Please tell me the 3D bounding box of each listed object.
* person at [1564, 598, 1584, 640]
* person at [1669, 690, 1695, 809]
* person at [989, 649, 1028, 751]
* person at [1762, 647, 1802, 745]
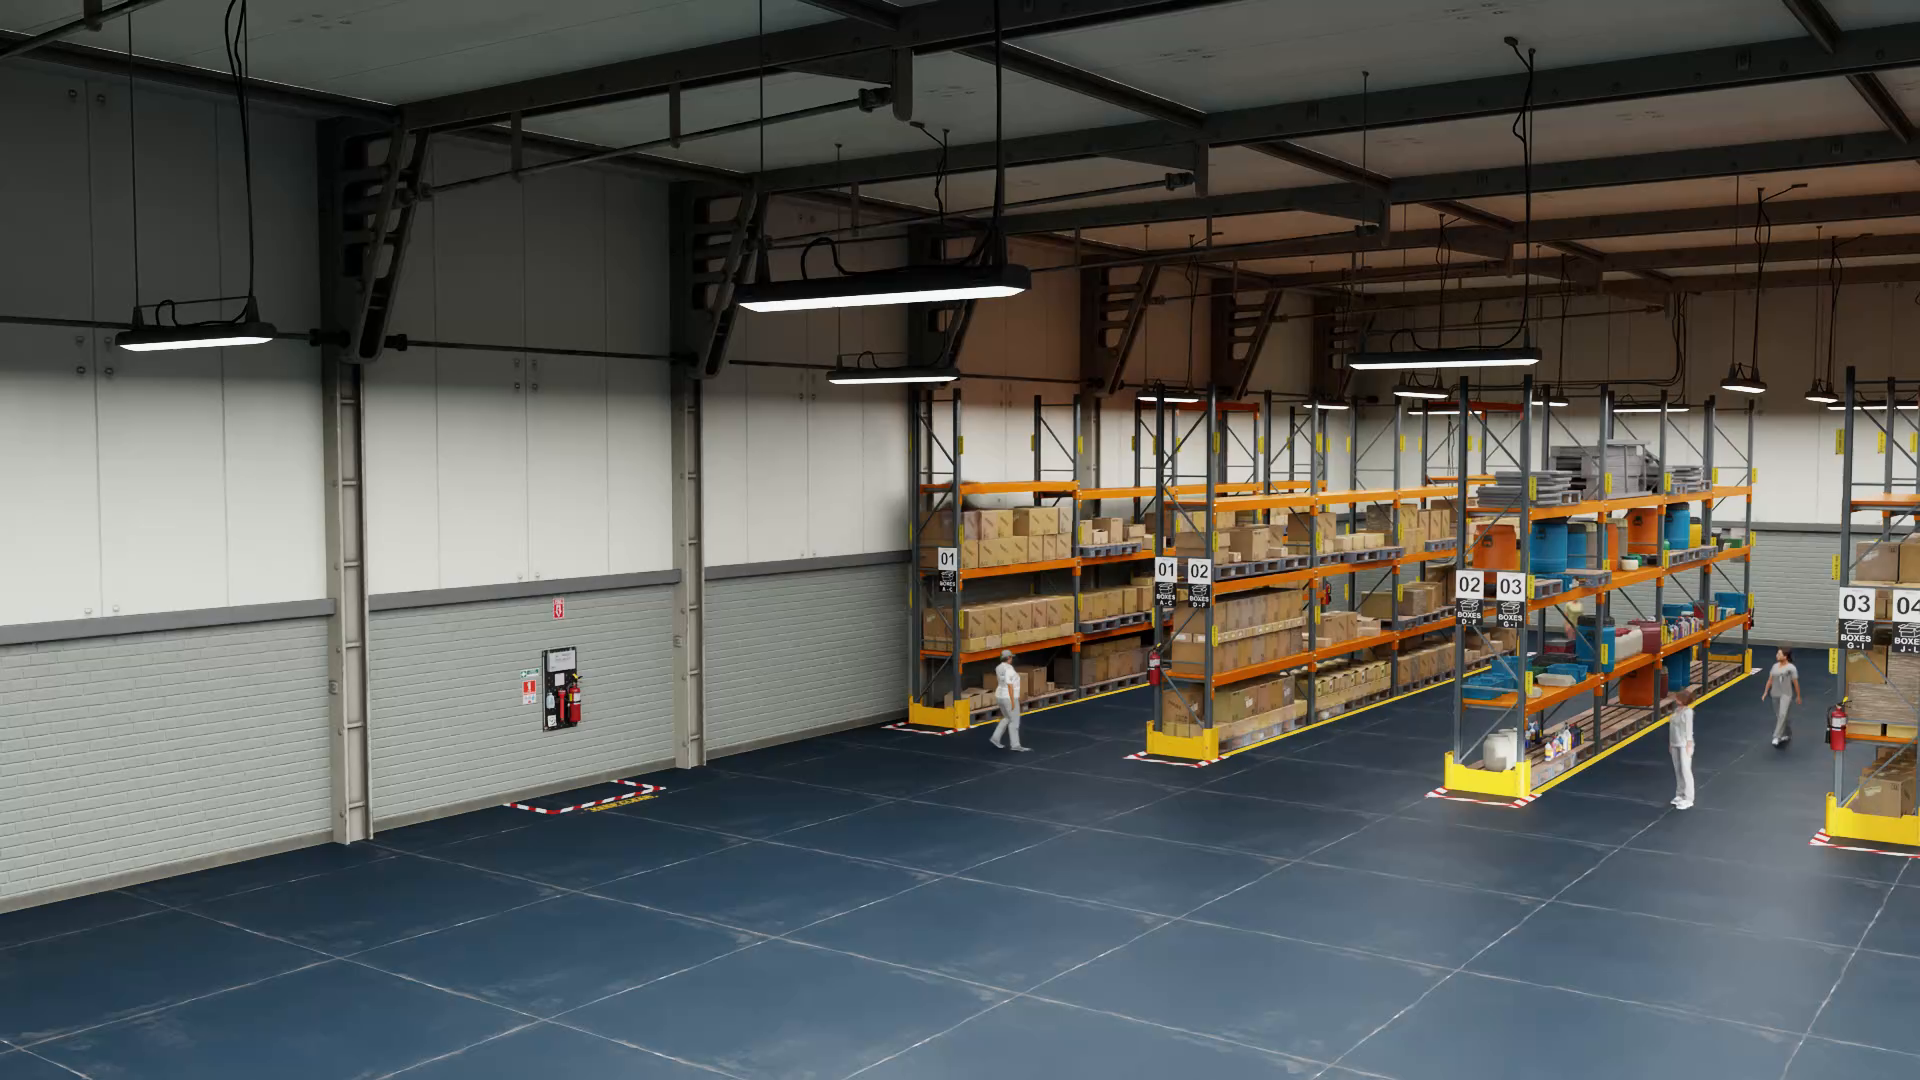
[{"bbox_3d":[14.042,1.993,38.023,0.468,1.681,0.389,0,3,-3],"label":"person"},{"bbox_3d":[10.016,2.889,23.090,0.374,1.610,0.503,-1,3,-9],"label":"person"},{"bbox_3d":[0.812,2.630,27.328,0.529,1.677,0.513,-1,4,-23],"label":"person"},{"bbox_3d":[13.671,2.589,27.709,1.071,1.602,0.551,-3,4,-40],"label":"person"}]
